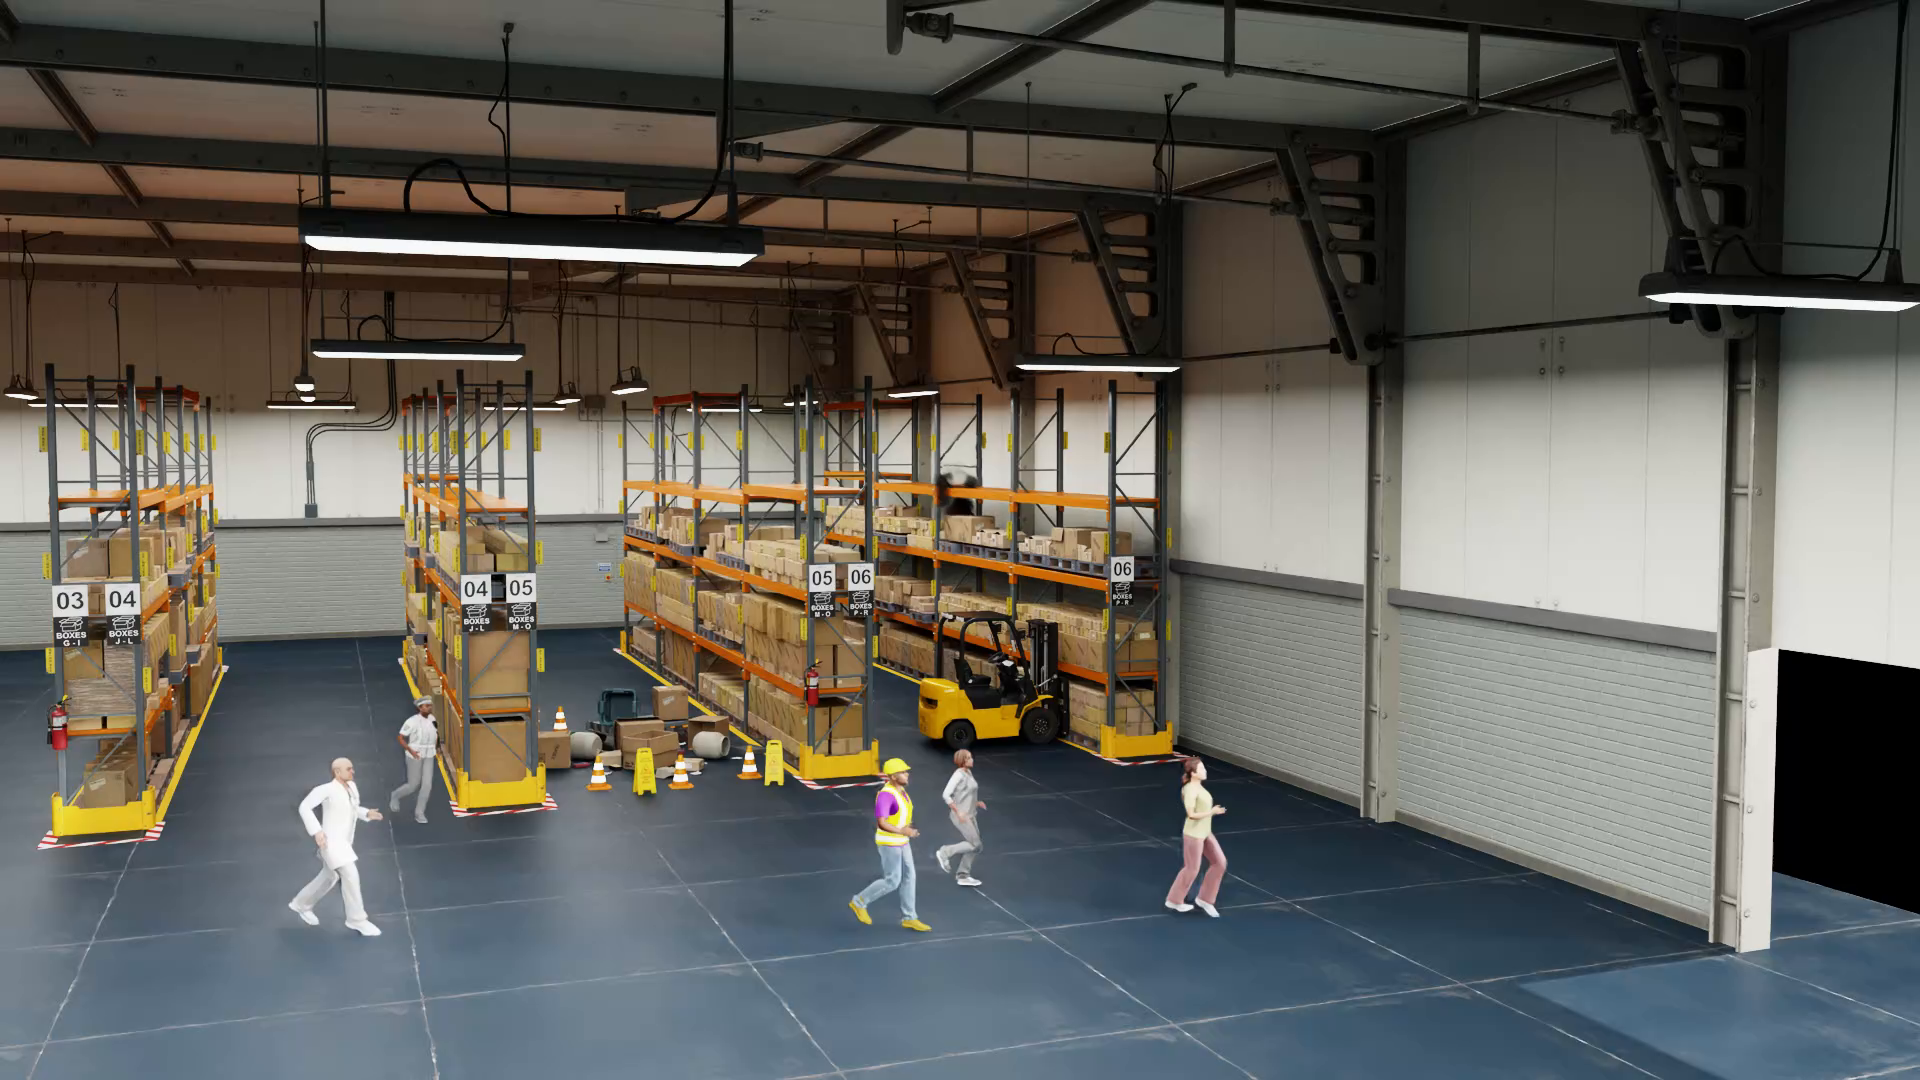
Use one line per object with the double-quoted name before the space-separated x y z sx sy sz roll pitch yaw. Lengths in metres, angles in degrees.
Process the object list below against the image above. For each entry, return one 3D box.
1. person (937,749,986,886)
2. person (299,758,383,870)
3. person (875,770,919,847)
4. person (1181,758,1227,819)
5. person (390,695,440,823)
"person" 0.021 3.137 18.796 0.557 1.528 0.549 1 3 16
"person" -6.270 2.785 16.970 0.711 1.134 0.649 0 3 5
"person" -0.637 2.703 17.050 0.519 0.853 0.725 1 3 14
"person" 2.535 2.681 17.485 0.588 0.777 0.558 2 4 25
"person" -7.170 2.886 22.146 0.763 1.642 0.613 3 4 39
